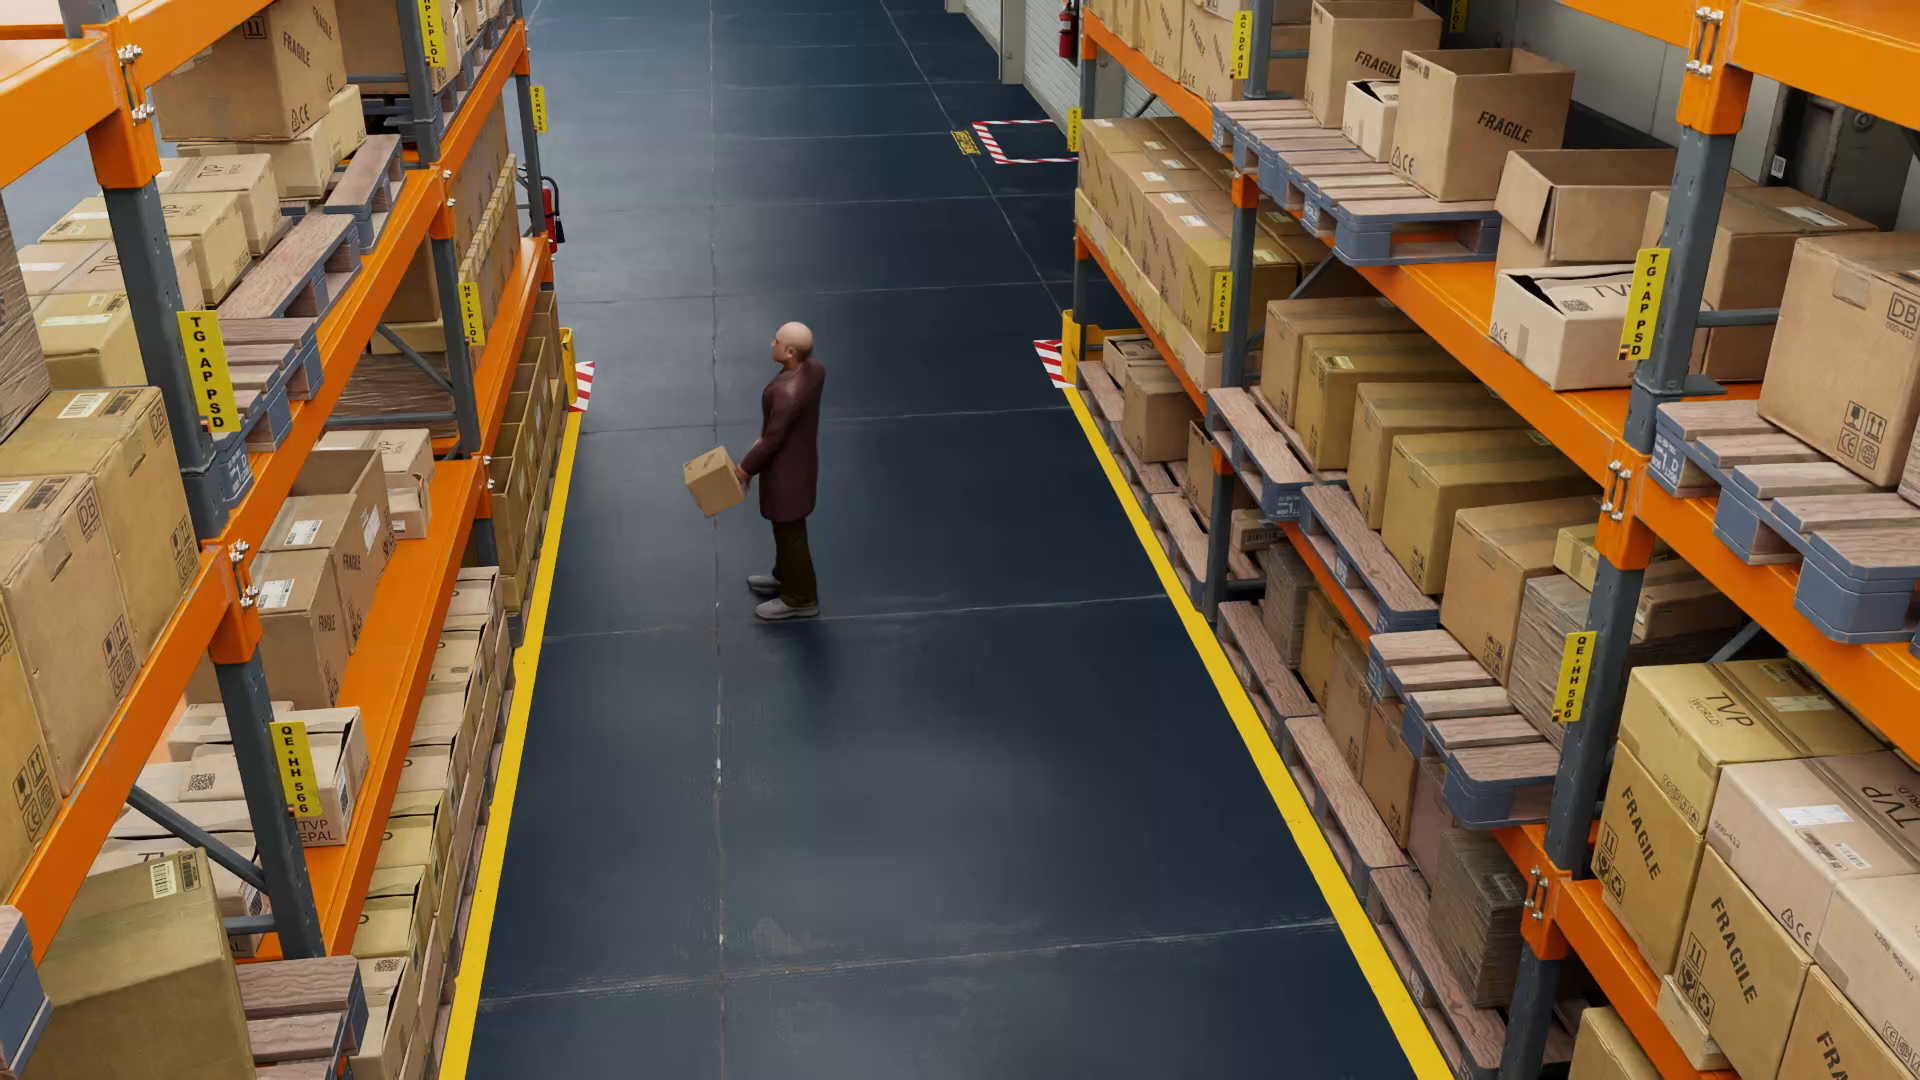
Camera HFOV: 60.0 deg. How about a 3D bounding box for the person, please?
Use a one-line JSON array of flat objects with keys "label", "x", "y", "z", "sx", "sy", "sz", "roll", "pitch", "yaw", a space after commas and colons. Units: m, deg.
[{"label": "person", "x": -1.054, "y": -0.397, "z": 9.406, "sx": 0.558, "sy": 1.778, "sz": 0.570, "roll": 6, "pitch": 27, "yaw": 11}]
